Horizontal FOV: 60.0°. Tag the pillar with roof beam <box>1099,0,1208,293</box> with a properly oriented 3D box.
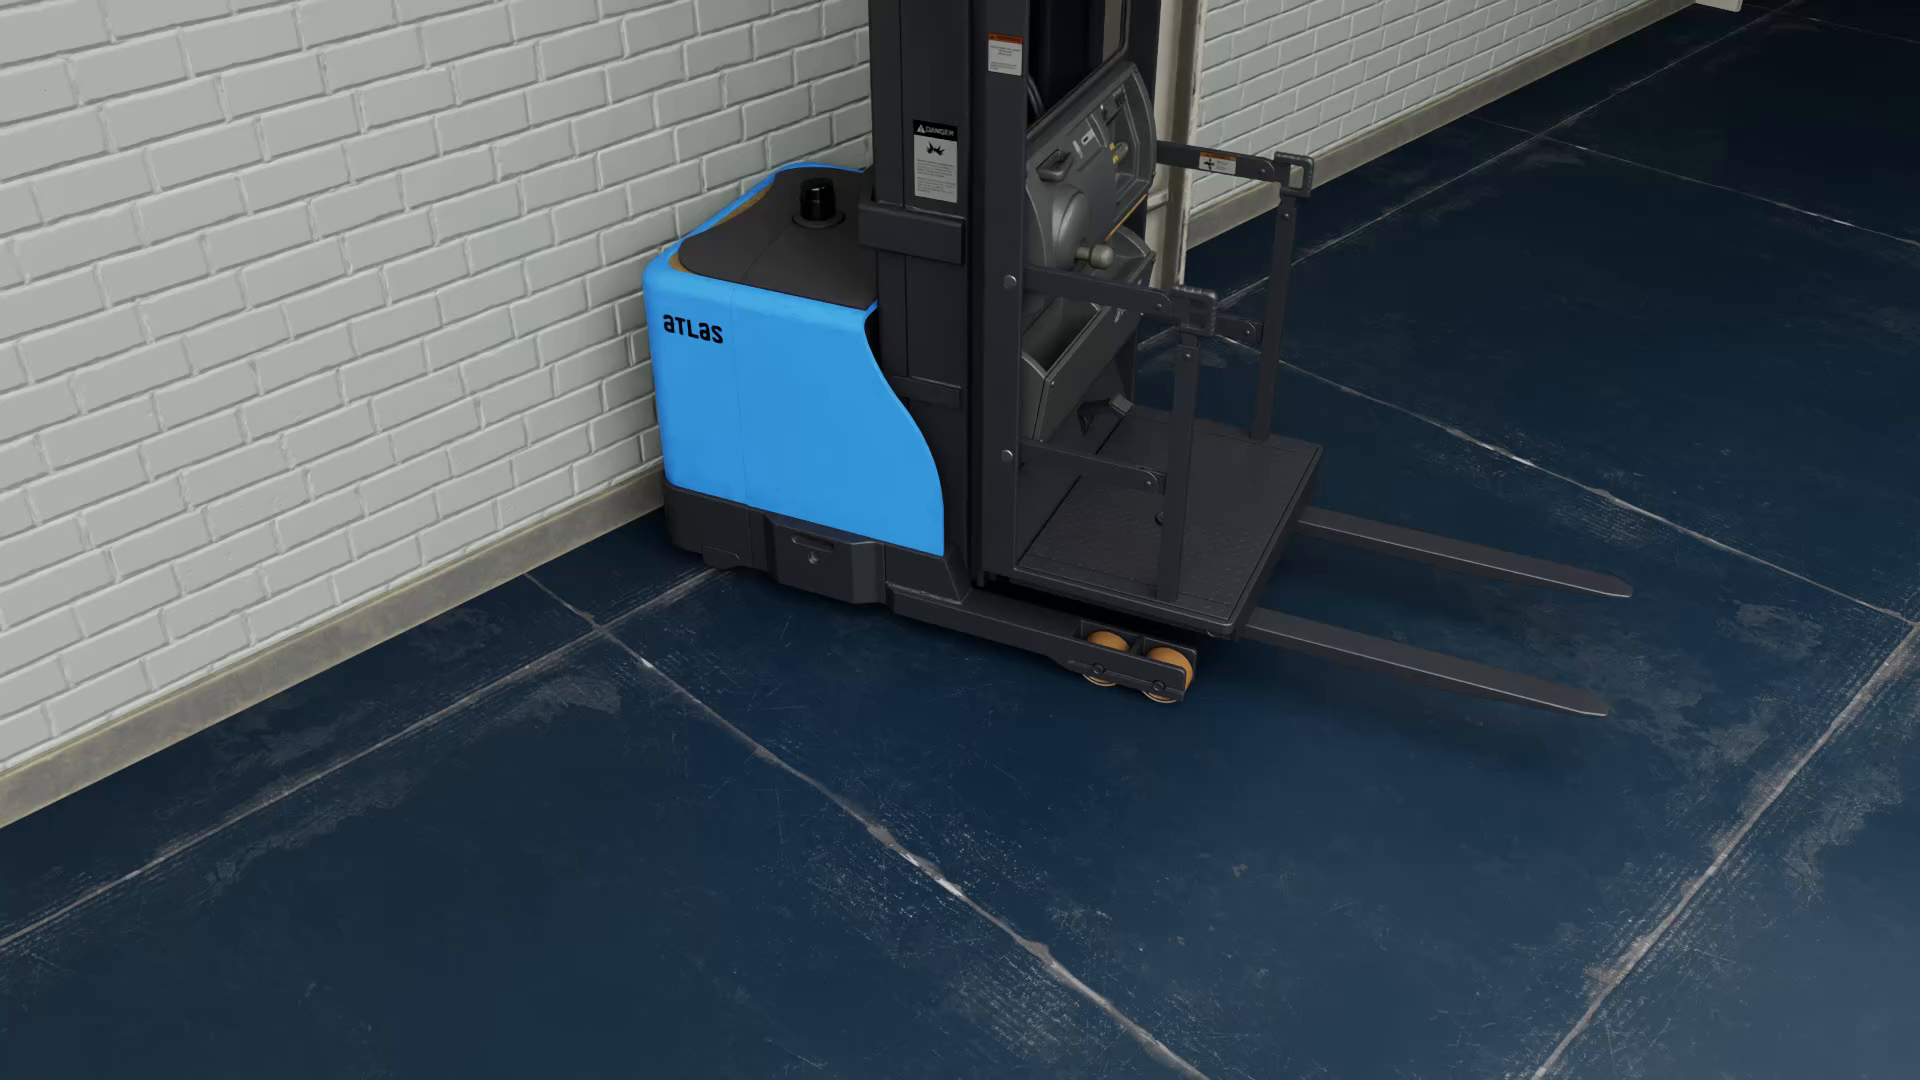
[{"bbox_3d":[3.789,-3.016,2.208,9.100,9.000,0.400,30,45,35],"label":"pillar with roof beam"}]

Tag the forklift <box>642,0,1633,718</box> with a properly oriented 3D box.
[{"bbox_3d":[0.568,-1.056,4.701,3.031,2.935,1.130,14,37,20],"label":"forklift"}]
